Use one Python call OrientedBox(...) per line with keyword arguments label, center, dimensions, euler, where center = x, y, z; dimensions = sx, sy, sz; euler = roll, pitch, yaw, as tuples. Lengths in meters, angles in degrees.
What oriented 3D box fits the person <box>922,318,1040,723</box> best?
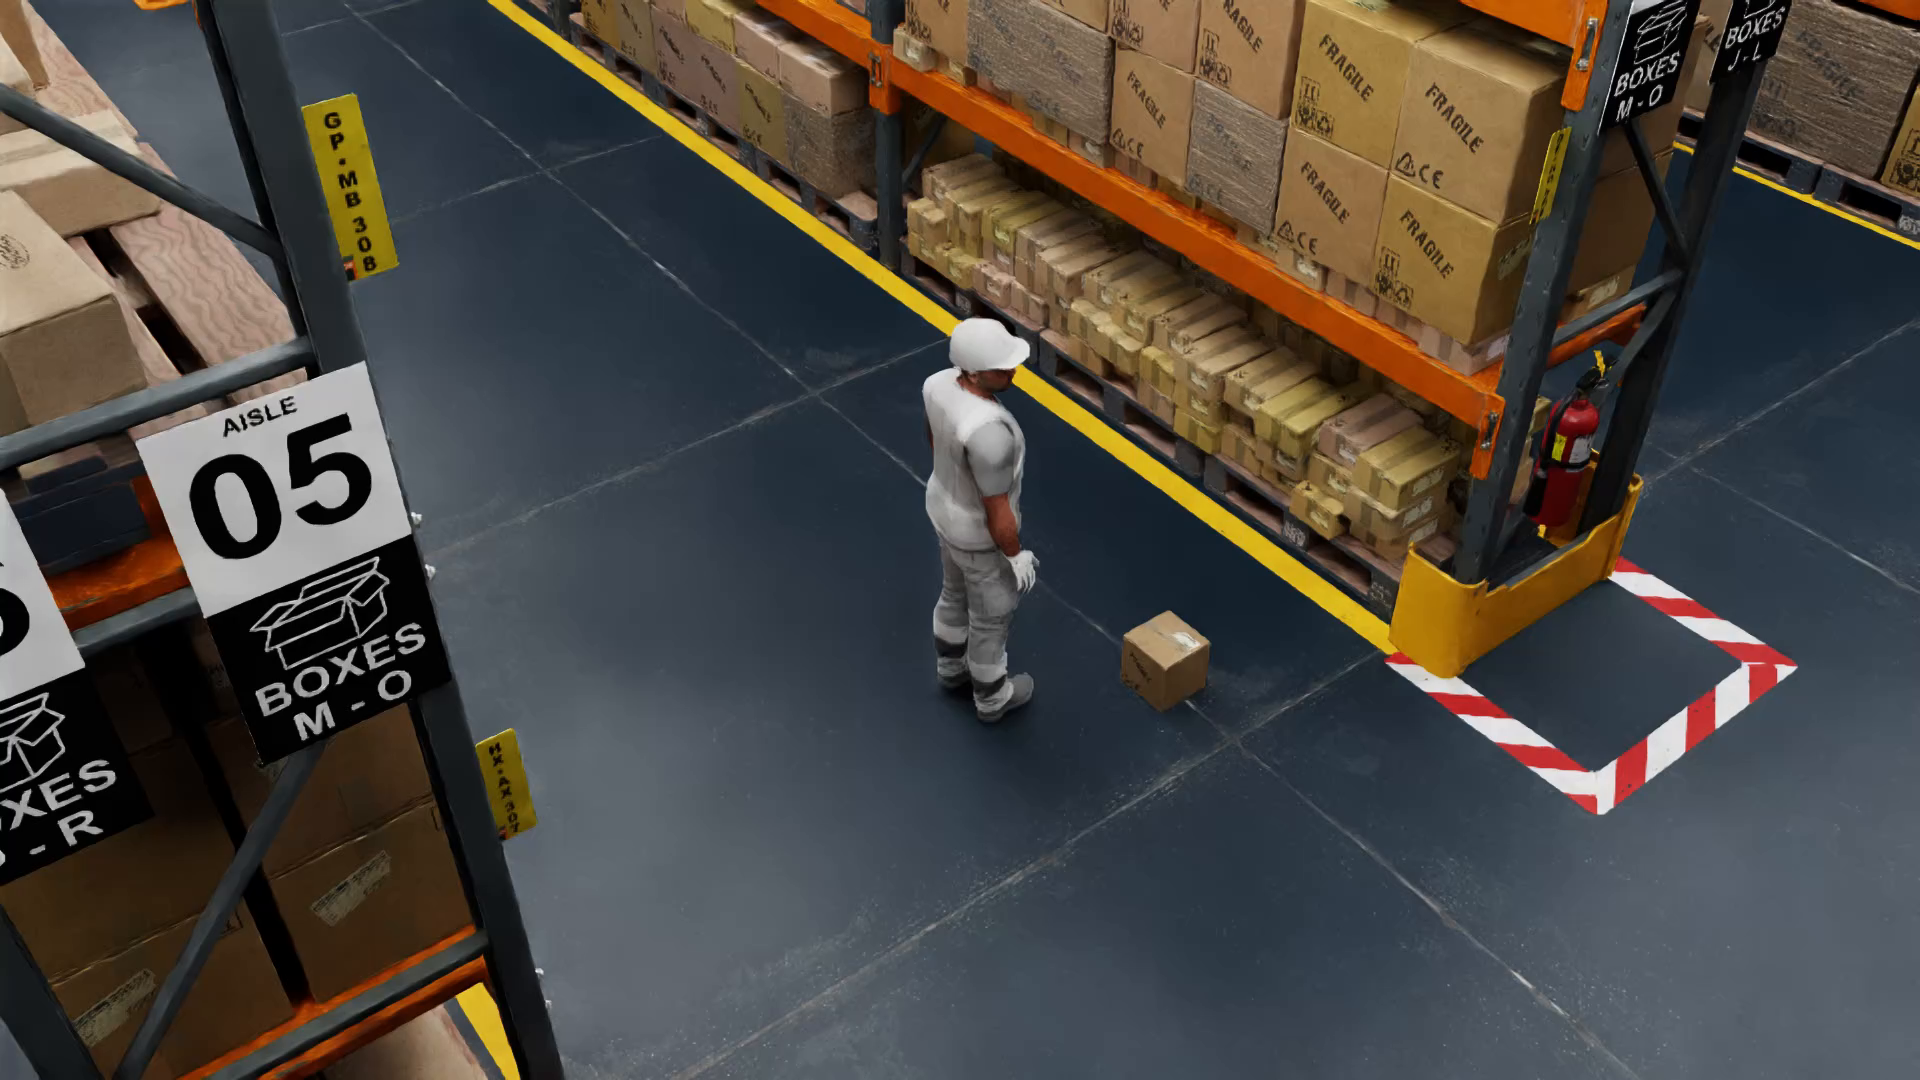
OrientedBox(label="person", center=(0.100, -0.048, 6.180), dimensions=(0.408, 1.825, 0.599), euler=(-16, 42, -18))
